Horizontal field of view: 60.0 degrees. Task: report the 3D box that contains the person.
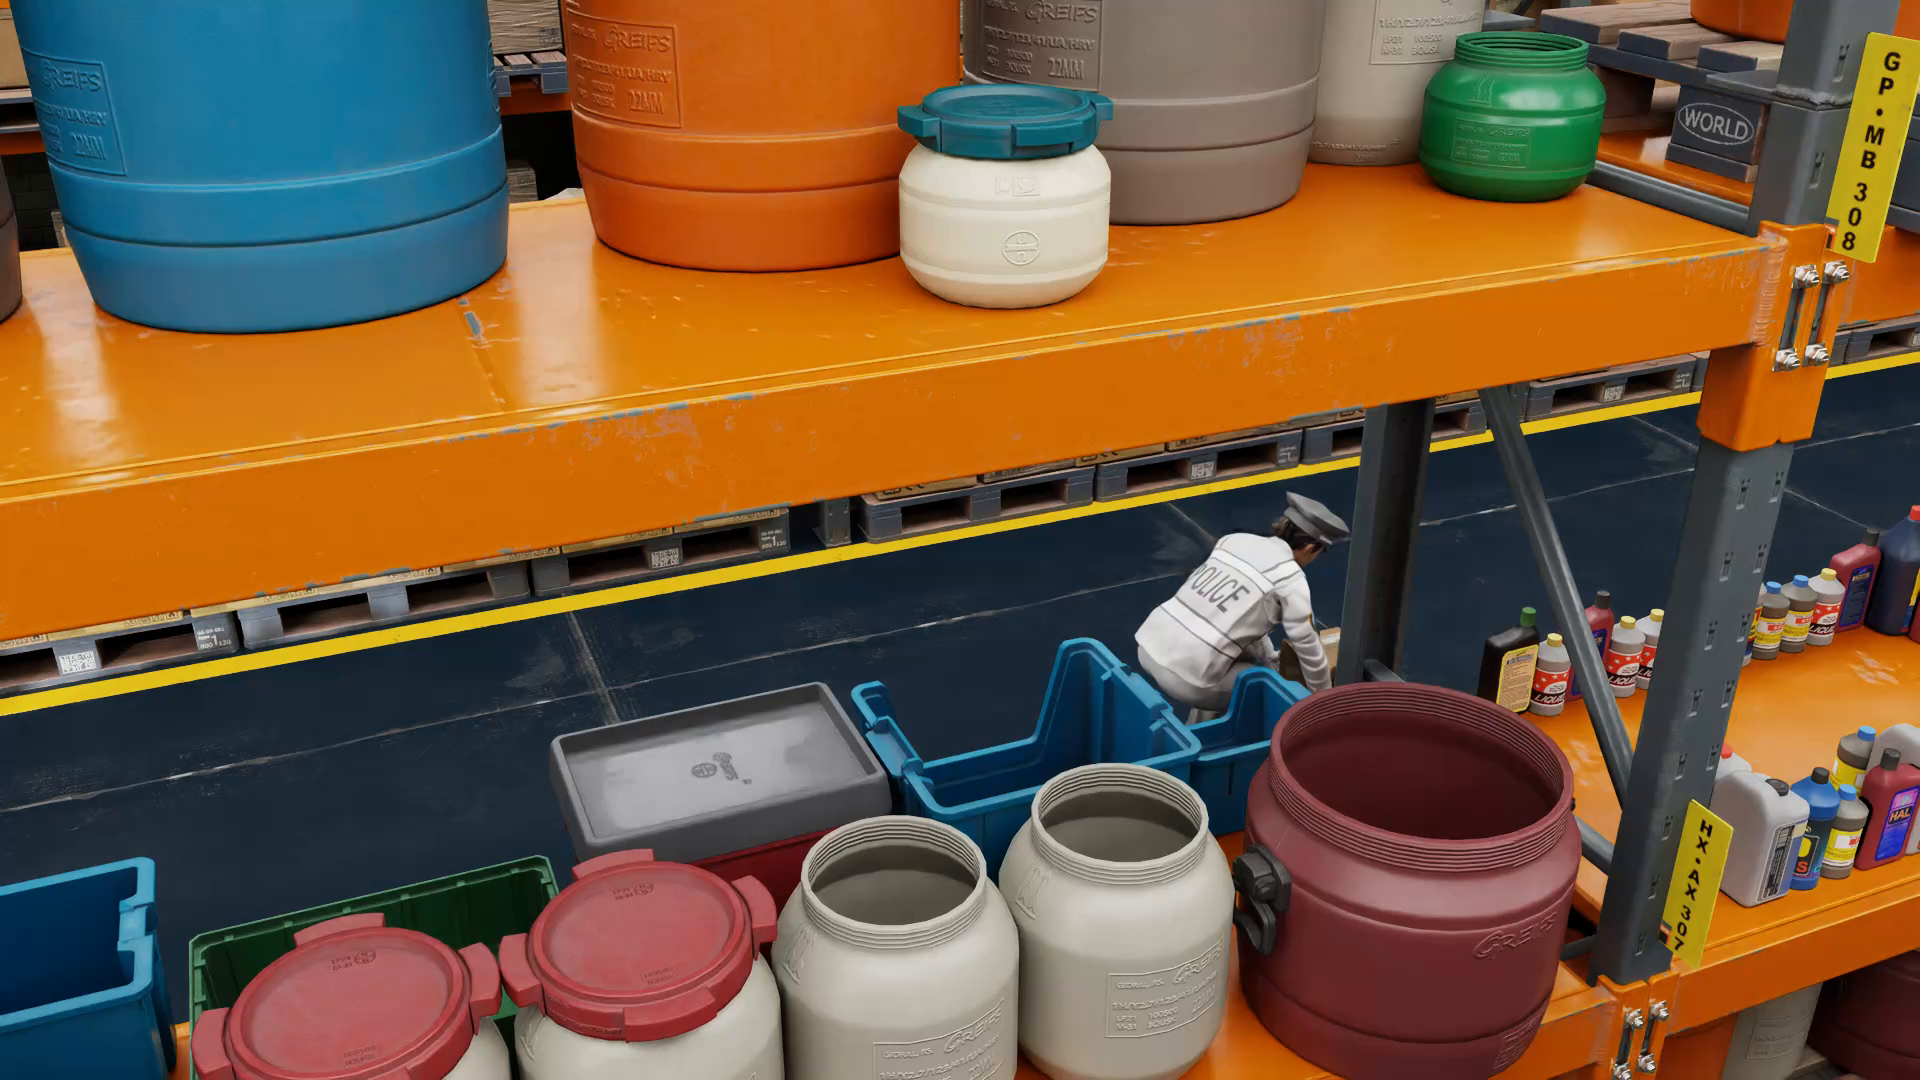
[{"bbox_3d":[1.014,0.378,6.018,0.811,1.073,0.504,-11,28,-21],"label":"person"}]
